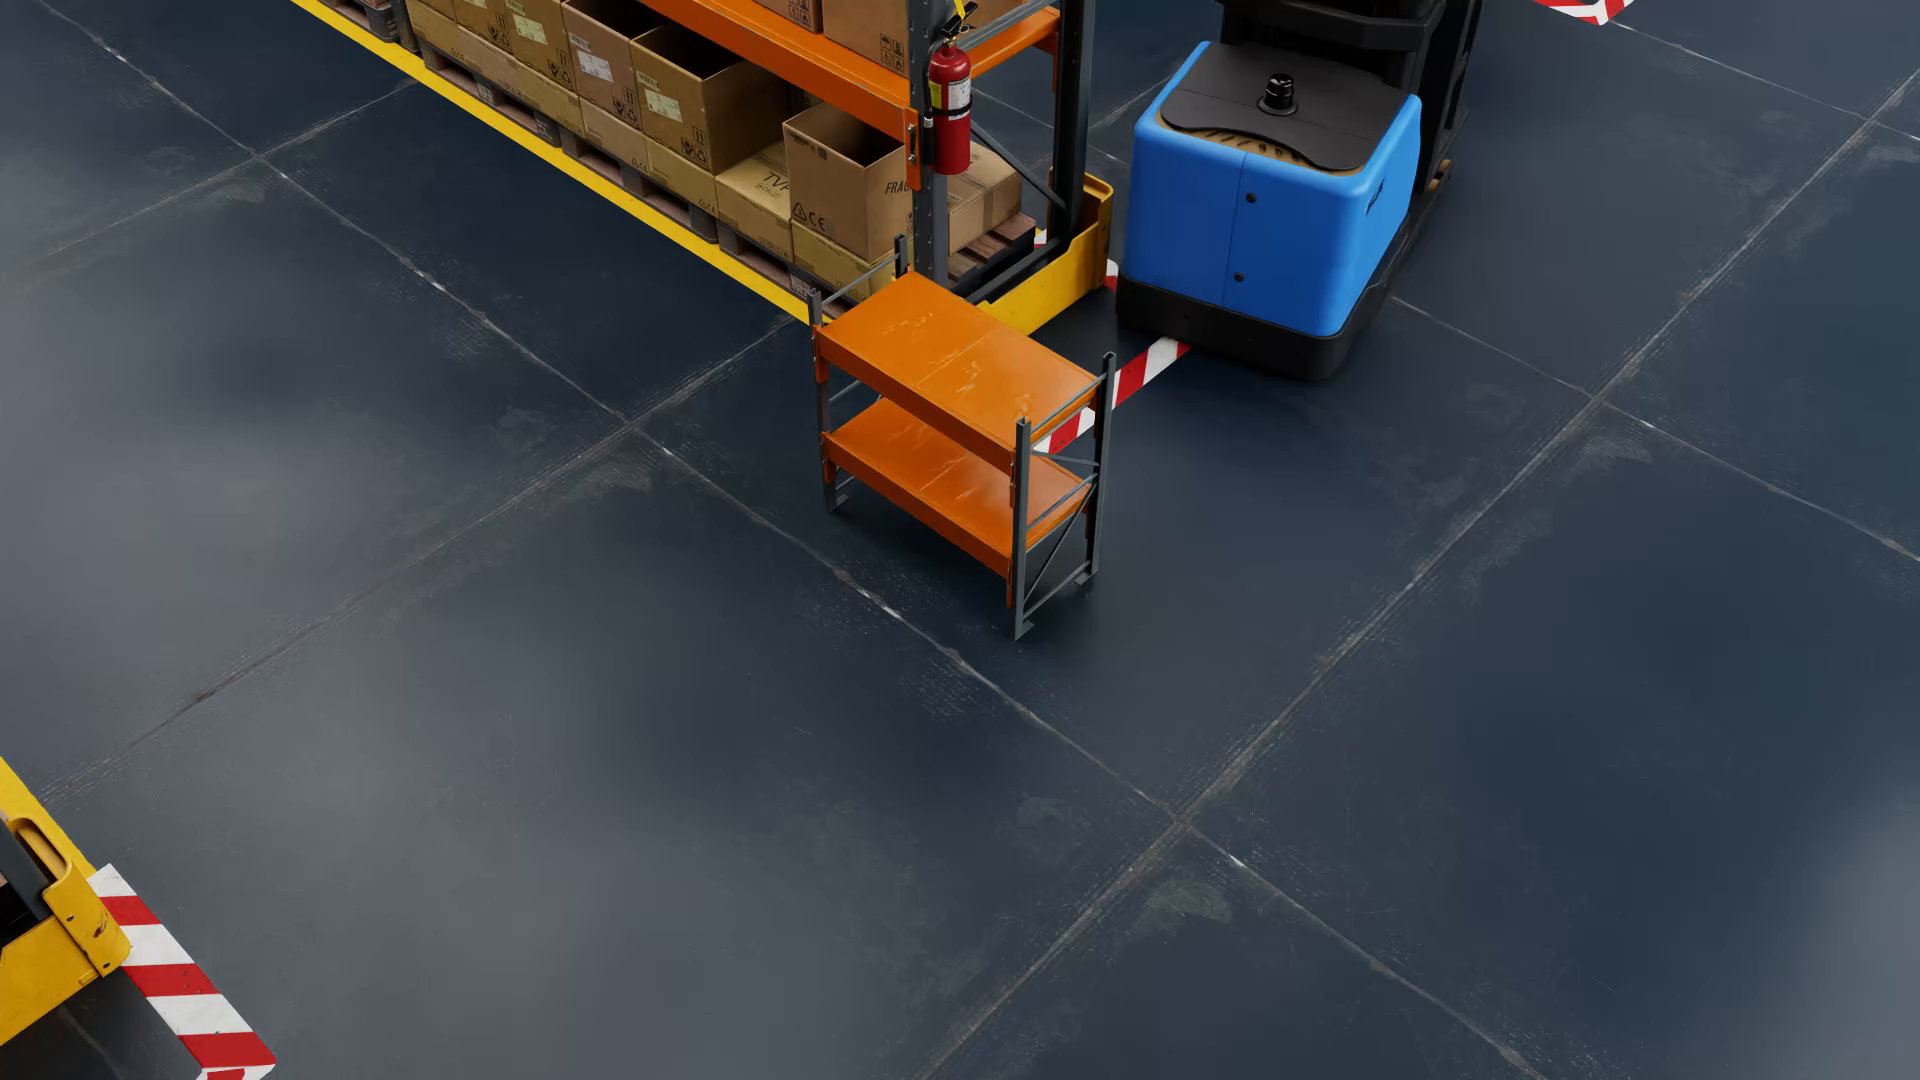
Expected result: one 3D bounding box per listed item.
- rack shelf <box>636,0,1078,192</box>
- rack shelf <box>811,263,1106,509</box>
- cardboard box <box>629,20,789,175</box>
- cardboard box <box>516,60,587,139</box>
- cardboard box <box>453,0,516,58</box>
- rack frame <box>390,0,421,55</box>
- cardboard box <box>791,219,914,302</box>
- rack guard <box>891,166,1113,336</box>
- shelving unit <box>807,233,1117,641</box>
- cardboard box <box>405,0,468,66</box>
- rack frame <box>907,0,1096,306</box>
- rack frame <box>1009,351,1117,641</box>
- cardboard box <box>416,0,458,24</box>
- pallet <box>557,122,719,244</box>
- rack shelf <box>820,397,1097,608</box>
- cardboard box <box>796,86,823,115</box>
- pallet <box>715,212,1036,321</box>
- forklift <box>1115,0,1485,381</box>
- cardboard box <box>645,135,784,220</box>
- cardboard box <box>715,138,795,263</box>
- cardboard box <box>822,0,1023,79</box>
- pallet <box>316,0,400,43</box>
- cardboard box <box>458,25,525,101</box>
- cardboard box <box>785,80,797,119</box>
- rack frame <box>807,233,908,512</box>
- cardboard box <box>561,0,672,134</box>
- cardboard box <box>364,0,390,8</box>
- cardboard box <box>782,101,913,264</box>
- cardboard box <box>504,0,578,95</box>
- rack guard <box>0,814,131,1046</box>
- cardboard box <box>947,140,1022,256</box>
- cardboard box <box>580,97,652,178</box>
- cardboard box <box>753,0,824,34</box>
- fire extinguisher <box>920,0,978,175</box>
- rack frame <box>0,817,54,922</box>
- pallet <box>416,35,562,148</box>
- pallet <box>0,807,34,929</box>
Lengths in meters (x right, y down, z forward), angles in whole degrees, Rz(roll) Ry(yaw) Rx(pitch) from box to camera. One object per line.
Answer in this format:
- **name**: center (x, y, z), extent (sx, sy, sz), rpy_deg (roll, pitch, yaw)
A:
- **rack shelf**: center (-1.286, -2.803, 7.817), extent (4.000, 0.370, 1.077), rpy_deg (34, 55, 28)
- **rack shelf**: center (-0.005, -0.589, 6.130), extent (1.000, 0.278, 0.538), rpy_deg (34, 55, 28)
- **cardboard box**: center (-1.157, -2.112, 7.759), extent (0.500, 0.500, 0.500), rpy_deg (34, 55, 28)
- **cardboard box**: center (-1.893, -2.349, 8.496), extent (0.500, 0.250, 0.500), rpy_deg (34, 55, 28)
- **cardboard box**: center (-2.254, -2.857, 8.459), extent (0.500, 0.500, 0.500), rpy_deg (34, 55, 28)
- **rack frame**: center (-2.756, -4.038, 8.484), extent (0.127, 3.000, 1.000), rpy_deg (34, 55, 28)
- **cardboard box**: center (-0.411, -1.370, 7.576), extent (0.500, 0.250, 0.500), rpy_deg (34, 55, 28)
- **rack guard**: center (0.201, -1.193, 7.527), extent (0.348, 0.500, 1.175), rpy_deg (34, 55, 28)
- **shelving unit**: center (-0.005, -0.388, 6.343), extent (1.048, 1.125, 0.538), rpy_deg (34, 55, 28)
- **cardboard box**: center (-2.620, -2.849, 8.965), extent (0.500, 0.250, 0.500), rpy_deg (34, 55, 28)
- **rack frame**: center (0.184, -2.060, 6.627), extent (0.127, 3.000, 1.000), rpy_deg (34, 55, 28)
- **rack frame**: center (0.369, -0.137, 6.107), extent (0.032, 1.125, 0.500), rpy_deg (34, 55, 28)
- **cardboard box**: center (-2.627, -3.100, 8.687), extent (0.500, 0.500, 0.500), rpy_deg (34, 55, 28)
- **pallet**: center (-1.299, -2.065, 8.544), extent (1.213, 0.211, 1.003), rpy_deg (34, 55, 28)
- **rack shelf**: center (-0.005, -0.221, 6.521), extent (1.000, 0.278, 0.538), rpy_deg (34, 55, 28)
- **cardboard box**: center (-0.428, -2.150, 7.795), extent (0.500, 0.500, 0.500), rpy_deg (34, 55, 28)
- **pallet**: center (-0.407, -1.461, 7.977), extent (1.213, 0.211, 1.003), rpy_deg (34, 55, 28)
- **forklift**: center (1.841, -2.781, 7.350), extent (1.130, 2.935, 3.031), rpy_deg (21, 50, 18)
- **cardboard box**: center (-1.155, -1.857, 8.034), extent (0.500, 0.250, 0.500), rpy_deg (34, 55, 28)
- **cardboard box**: center (-0.786, -1.610, 7.802), extent (0.500, 0.250, 0.500), rpy_deg (34, 55, 28)
- **cardboard box**: center (-0.151, -2.332, 6.813), extent (0.500, 0.500, 0.700), rpy_deg (34, 55, 28)
- **pallet**: center (-3.323, -3.427, 9.823), extent (1.213, 0.211, 1.003), rpy_deg (34, 55, 28)
- **cardboard box**: center (-2.256, -2.599, 8.731), extent (0.500, 0.250, 0.500), rpy_deg (34, 55, 28)
- **cardboard box**: center (-0.804, -2.390, 8.020), extent (0.500, 0.500, 0.500), rpy_deg (34, 55, 28)
- **rack frame**: center (-0.379, -0.640, 6.579), extent (0.032, 1.125, 0.500), rpy_deg (34, 55, 28)
- **cardboard box**: center (-1.523, -2.360, 7.992), extent (0.500, 0.500, 0.500), rpy_deg (34, 55, 28)
- **cardboard box**: center (-3.257, -3.290, 9.380), extent (0.500, 0.250, 0.500), rpy_deg (33, 55, 27)
- **cardboard box**: center (-0.412, -1.625, 7.302), extent (0.500, 0.500, 0.500), rpy_deg (34, 55, 28)
- **cardboard box**: center (-1.892, -2.606, 8.223), extent (0.500, 0.500, 0.500), rpy_deg (34, 55, 28)
- **rack guard**: center (-3.229, 1.414, 5.080), extent (0.348, 0.500, 1.175), rpy_deg (34, 55, 28)
- **cardboard box**: center (-0.059, -1.647, 7.837), extent (0.500, 0.250, 0.500), rpy_deg (34, 55, 28)
- **cardboard box**: center (-1.521, -2.105, 8.267), extent (0.500, 0.250, 0.500), rpy_deg (34, 55, 28)
- **cardboard box**: center (-0.540, -2.589, 7.055), extent (0.500, 0.500, 0.700), rpy_deg (35, 56, 29)
- **fire extinguisher**: center (-0.044, -1.726, 6.366), extent (0.183, 0.674, 0.296), rpy_deg (34, 55, 28)
- **rack frame**: center (-3.173, 0.596, 4.133), extent (0.127, 3.000, 1.000), rpy_deg (34, 55, 28)
- **pallet**: center (-2.200, -2.668, 9.110), extent (1.213, 0.211, 1.003), rpy_deg (34, 55, 28)
- **pallet**: center (-3.802, 1.092, 5.580), extent (1.213, 0.211, 1.003), rpy_deg (34, 55, 28)
